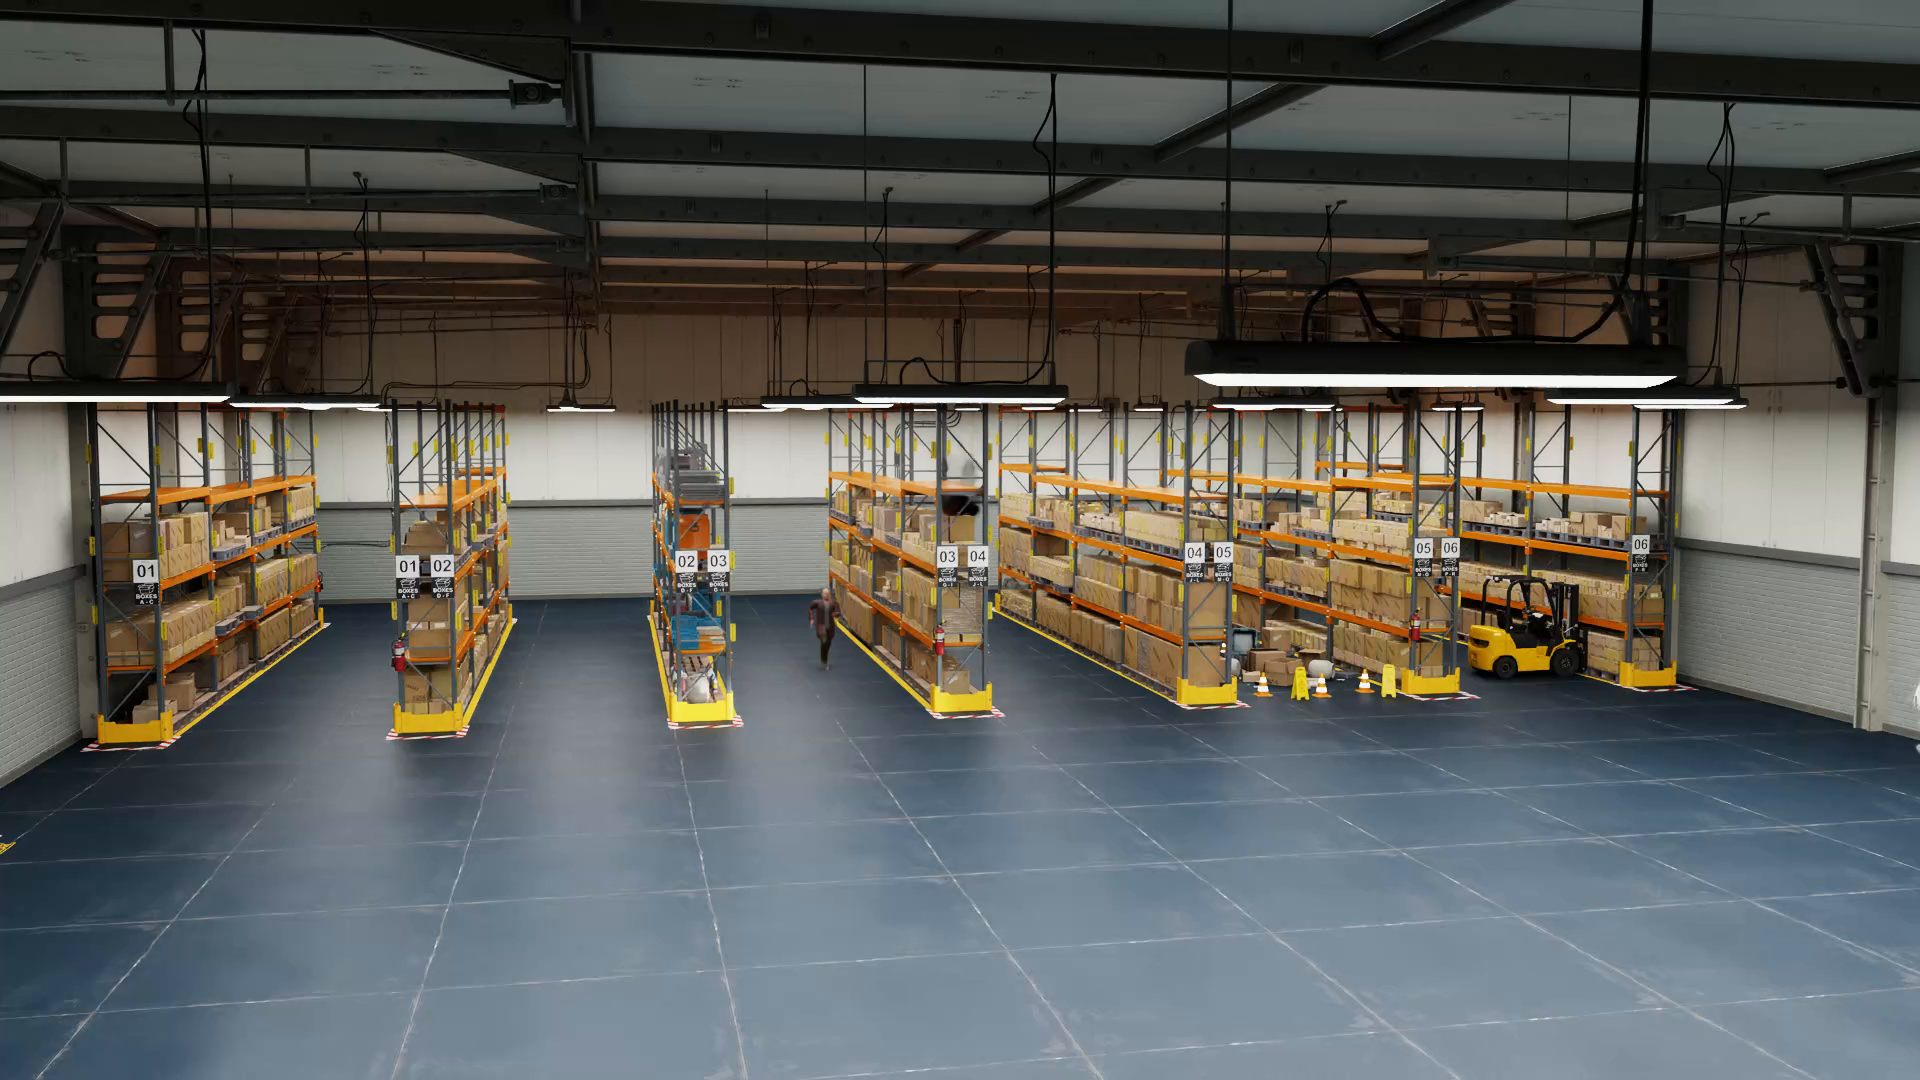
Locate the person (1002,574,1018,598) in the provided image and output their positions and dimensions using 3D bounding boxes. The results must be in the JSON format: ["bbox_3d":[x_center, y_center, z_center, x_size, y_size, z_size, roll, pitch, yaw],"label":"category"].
[{"bbox_3d":[1.495,1.089,49.628,0.807,1.830,0.679,-2,5,-22],"label":"person"}]

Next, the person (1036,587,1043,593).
[{"bbox_3d":[2.269,1.127,49.858,0.844,1.716,0.701,4,6,42],"label":"person"}]

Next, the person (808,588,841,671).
[{"bbox_3d":[-3.035,2.006,37.529,0.666,1.847,0.937,-2,5,-23],"label":"person"}]
